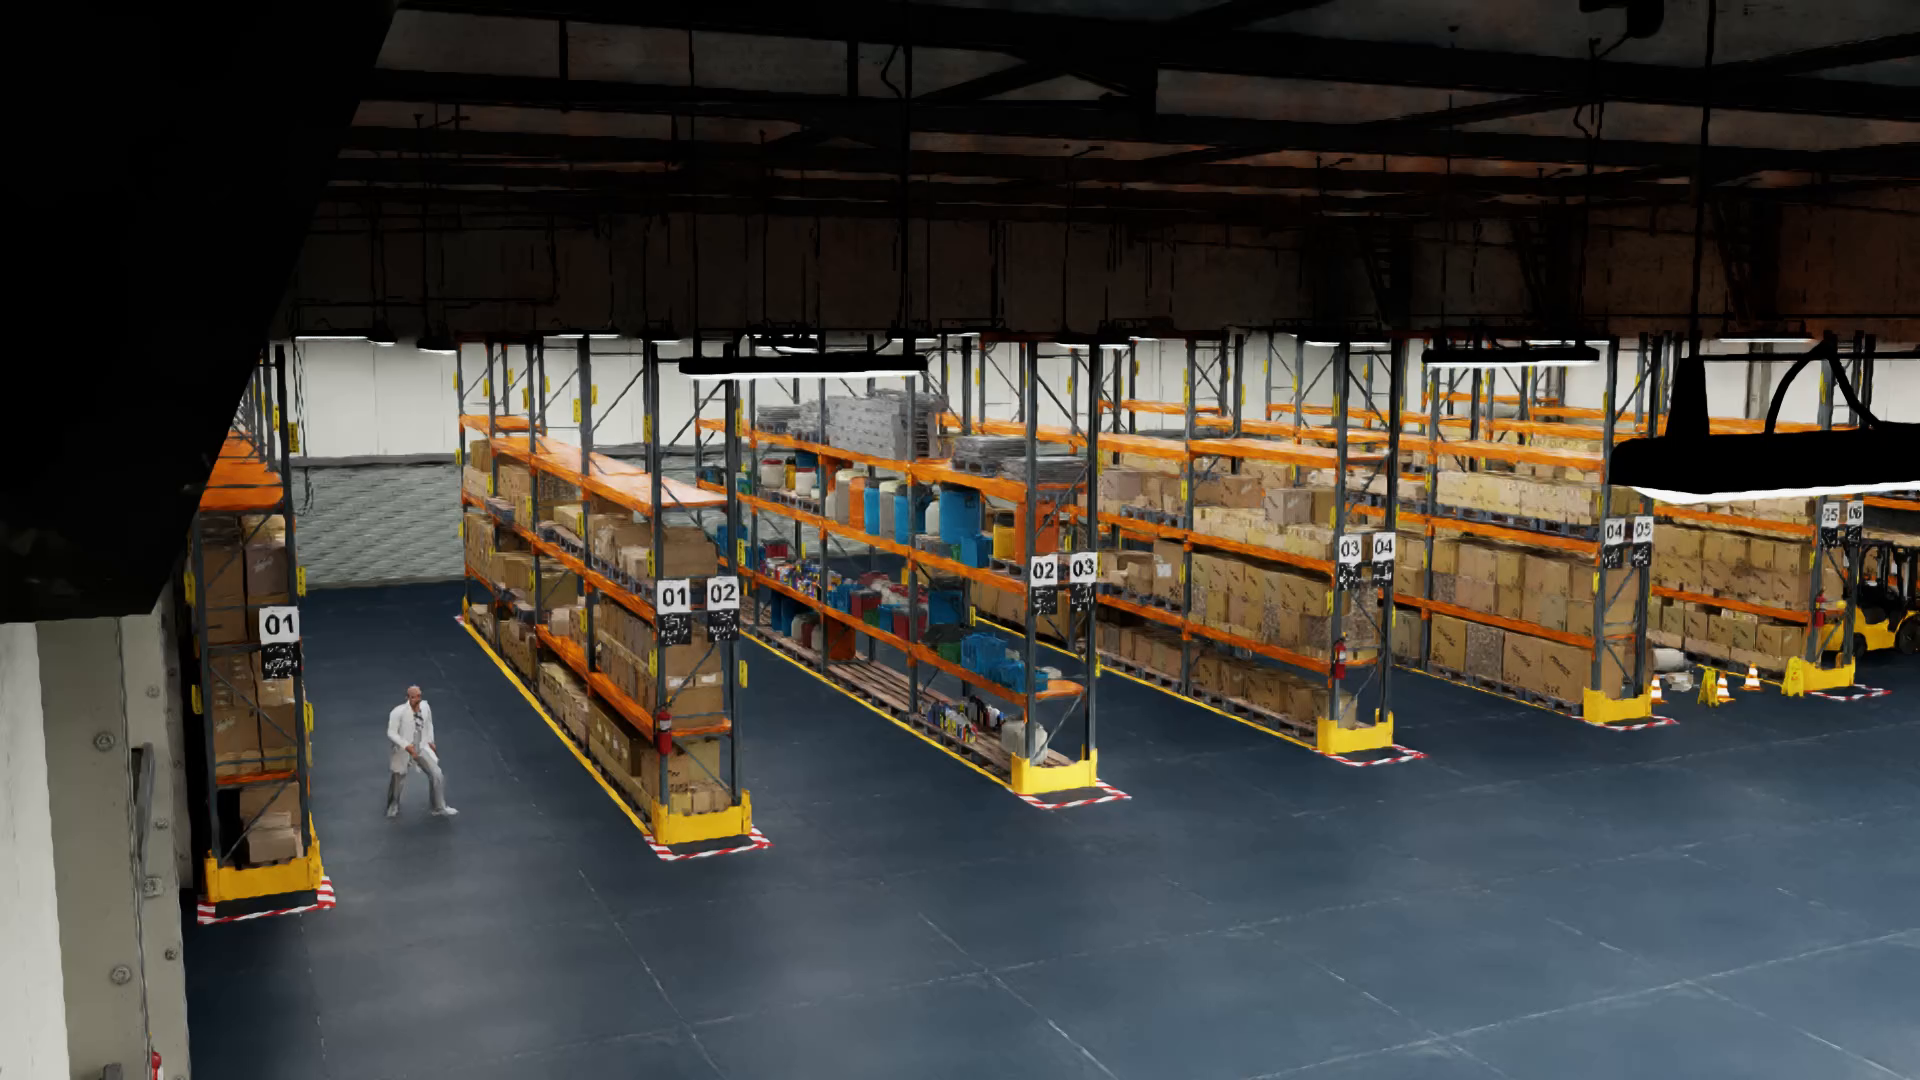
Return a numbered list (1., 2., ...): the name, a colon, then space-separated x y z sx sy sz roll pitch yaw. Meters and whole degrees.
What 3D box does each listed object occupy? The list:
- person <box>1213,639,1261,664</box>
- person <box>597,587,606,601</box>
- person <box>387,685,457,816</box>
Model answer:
1. person: 4.940 1.436 30.083 0.710 1.703 0.836 -7 10 -40
2. person: -7.200 0.963 33.985 0.579 1.604 1.042 -4 9 -25
3. person: -6.907 2.653 20.988 0.737 1.714 0.889 -7 10 -42
